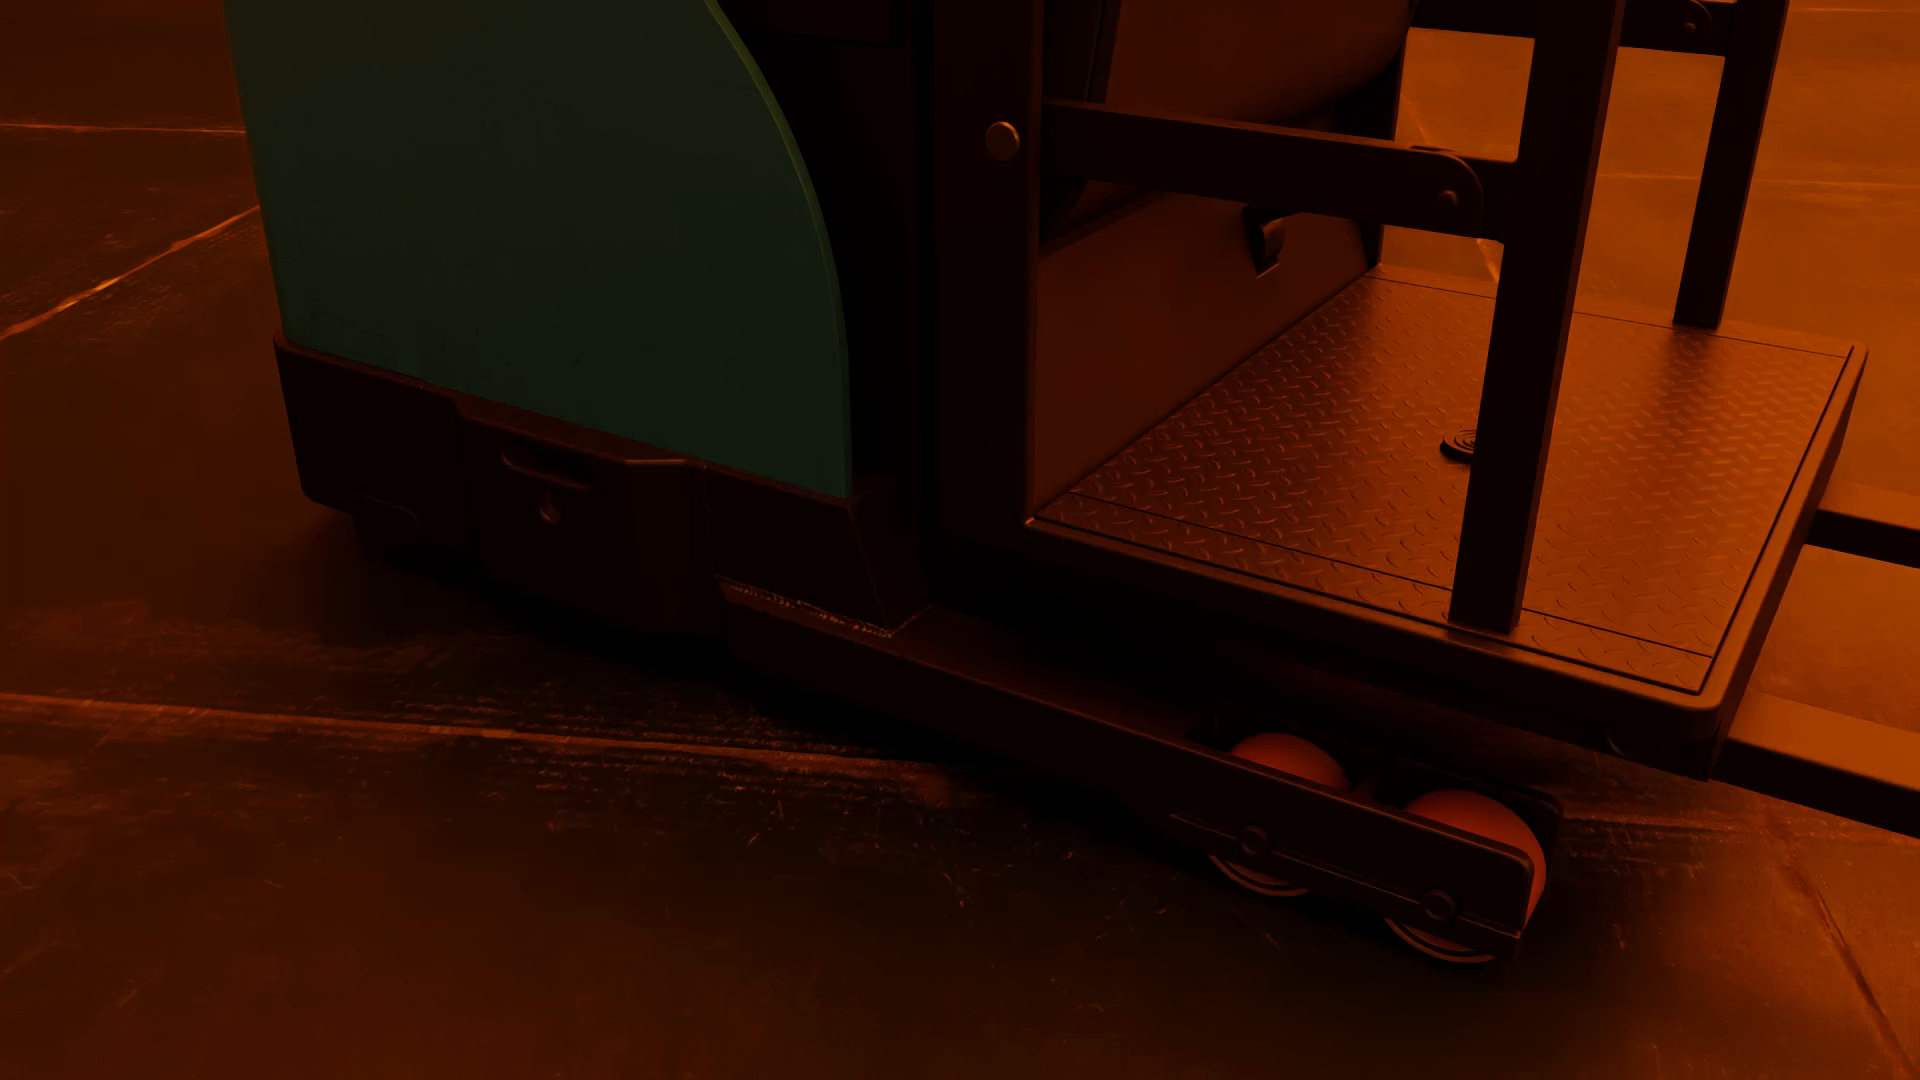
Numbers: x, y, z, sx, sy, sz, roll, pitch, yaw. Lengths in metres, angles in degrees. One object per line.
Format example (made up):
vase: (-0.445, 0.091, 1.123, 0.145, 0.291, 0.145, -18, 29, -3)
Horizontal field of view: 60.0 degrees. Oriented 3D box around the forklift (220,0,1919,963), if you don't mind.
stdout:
forklift: (0.525, -1.163, 1.548, 3.031, 2.935, 1.130, 16, 31, 29)
